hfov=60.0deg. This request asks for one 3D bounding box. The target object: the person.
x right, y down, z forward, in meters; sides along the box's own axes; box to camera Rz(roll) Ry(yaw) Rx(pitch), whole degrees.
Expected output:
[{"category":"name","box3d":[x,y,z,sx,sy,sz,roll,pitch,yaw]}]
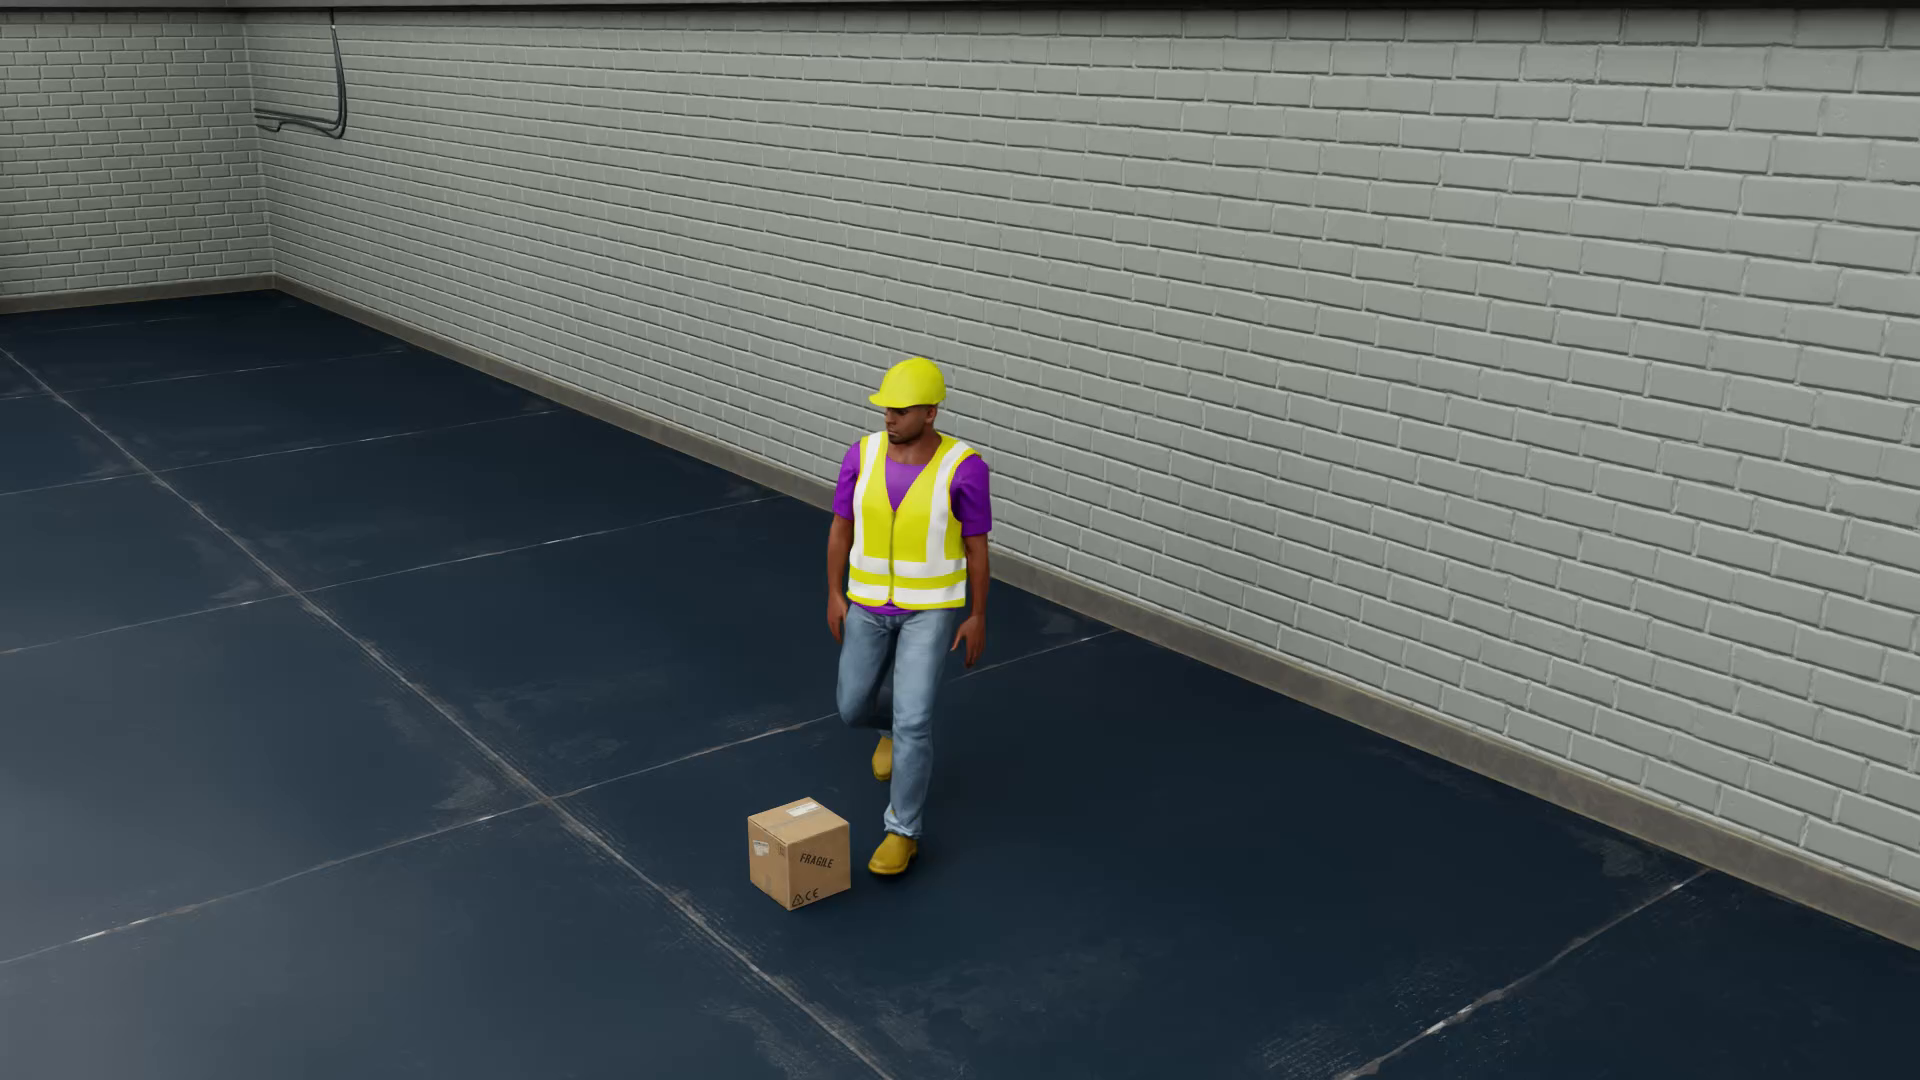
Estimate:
[{"category":"person","box3d":[-0.213,0.228,5.834,0.596,1.727,0.890,6,19,19]}]
